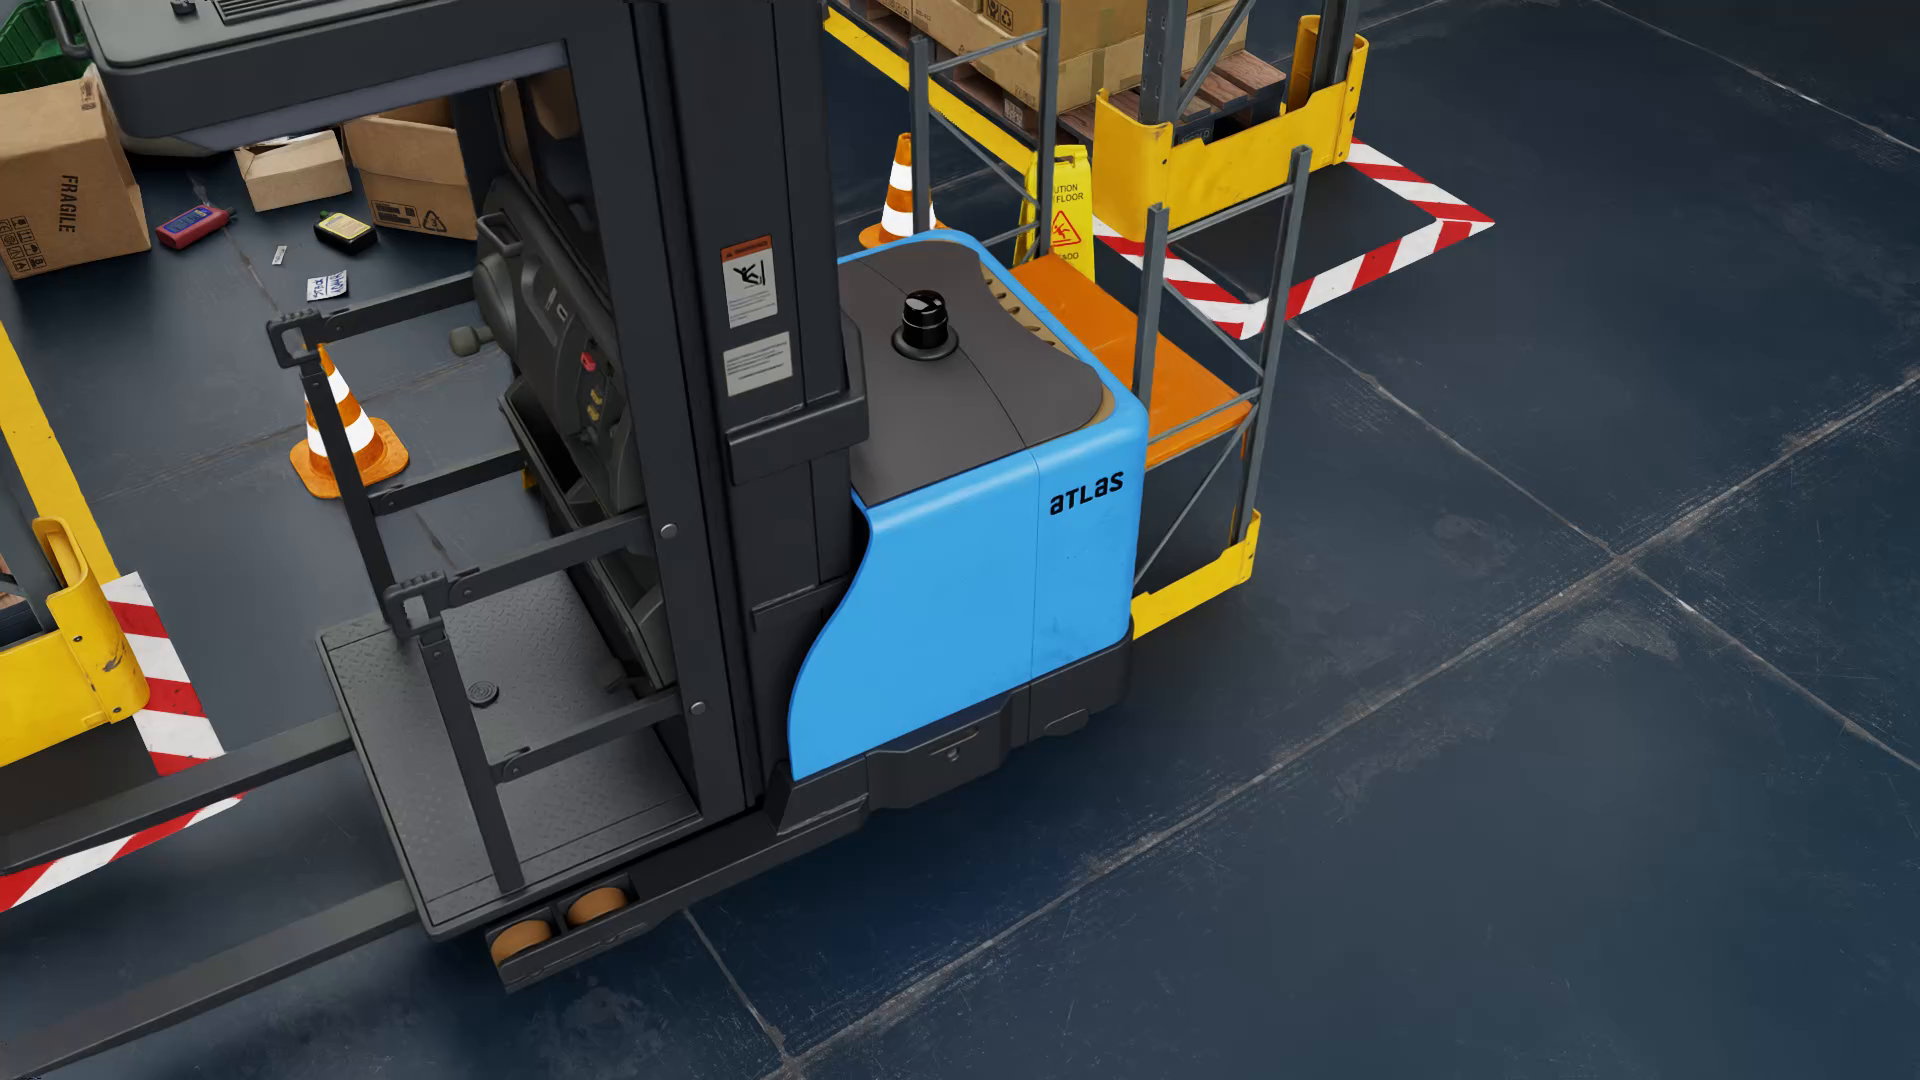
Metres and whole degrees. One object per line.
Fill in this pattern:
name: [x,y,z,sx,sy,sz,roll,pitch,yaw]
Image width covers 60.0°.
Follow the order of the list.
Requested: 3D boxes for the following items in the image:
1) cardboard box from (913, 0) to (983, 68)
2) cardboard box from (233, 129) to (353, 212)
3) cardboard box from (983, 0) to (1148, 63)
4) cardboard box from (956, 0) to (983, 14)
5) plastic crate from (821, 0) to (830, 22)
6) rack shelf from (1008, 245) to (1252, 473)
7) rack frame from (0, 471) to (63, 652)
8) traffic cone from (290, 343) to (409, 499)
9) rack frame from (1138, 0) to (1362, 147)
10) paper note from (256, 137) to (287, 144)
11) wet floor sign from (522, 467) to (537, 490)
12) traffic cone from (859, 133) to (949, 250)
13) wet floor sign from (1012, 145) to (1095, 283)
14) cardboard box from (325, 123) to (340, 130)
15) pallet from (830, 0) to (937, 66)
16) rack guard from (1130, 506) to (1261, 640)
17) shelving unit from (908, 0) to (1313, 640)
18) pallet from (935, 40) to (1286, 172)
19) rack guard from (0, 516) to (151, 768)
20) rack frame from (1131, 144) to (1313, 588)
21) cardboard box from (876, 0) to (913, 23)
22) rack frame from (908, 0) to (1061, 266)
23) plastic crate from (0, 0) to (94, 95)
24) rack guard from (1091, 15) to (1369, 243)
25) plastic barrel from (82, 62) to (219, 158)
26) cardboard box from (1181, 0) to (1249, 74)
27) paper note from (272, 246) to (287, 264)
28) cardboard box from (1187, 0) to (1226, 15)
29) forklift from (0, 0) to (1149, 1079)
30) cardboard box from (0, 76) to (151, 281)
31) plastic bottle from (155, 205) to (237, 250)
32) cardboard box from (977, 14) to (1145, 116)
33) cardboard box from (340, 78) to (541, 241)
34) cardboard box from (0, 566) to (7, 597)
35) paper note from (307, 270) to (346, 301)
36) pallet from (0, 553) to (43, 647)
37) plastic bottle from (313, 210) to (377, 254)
cardboard box: [0.138,-2.312,7.187,0.500,0.250,0.500,-26,49,-24]
cardboard box: [-2.685,-1.525,6.655,0.396,0.266,0.258,-18,46,-18]
cardboard box: [0.439,-2.286,6.617,0.500,0.500,0.500,-25,49,-24]
cardboard box: [0.138,-2.580,6.925,0.500,0.500,0.500,-24,49,-23]
plastic crate: [-0.951,-2.503,7.814,0.583,0.080,0.402,26,49,25]
rack shelf: [0.364,-0.486,4.934,0.538,0.185,1.000,-26,49,-24]
rack frame: [-2.891,-0.494,3.595,1.000,3.000,0.127,-26,49,-24]
traffic cone: [-2.030,-0.438,5.374,0.336,0.463,0.334,-26,49,-24]
rack frame: [1.111,-2.507,5.704,1.000,3.000,0.127,-26,49,-24]
paper note: [-2.901,-1.637,6.948,0.172,0.023,0.155,-10,45,-11]
wet floor sign: [-1.250,-0.408,5.211,0.267,0.644,0.232,-35,53,-31]
traffic cone: [-0.193,-1.323,6.301,0.336,0.463,0.334,-26,49,-24]
wet floor sign: [0.342,-1.125,5.961,0.267,0.644,0.232,-10,45,-11]
cardboard box: [-2.512,-2.174,7.065,0.797,0.637,0.503,-26,49,-24]
pallet: [-0.062,-2.706,7.931,1.003,0.211,1.213,-26,49,-24]
rack guard: [0.643,0.113,4.951,0.587,0.250,0.087,-26,49,-24]
shelving unit: [0.358,-0.622,4.815,0.587,1.500,1.083,-26,49,-24]
pallet: [0.632,-2.015,7.208,1.003,0.211,1.213,-26,49,-24]
rack guard: [-2.877,0.423,4.444,1.175,0.500,0.348,-26,49,-24]
rack frame: [0.654,-0.328,4.508,0.500,1.500,0.032,-26,49,-24]
cardboard box: [-0.166,-2.606,7.495,0.500,0.250,0.500,-27,50,-26]
rack frame: [0.073,-0.905,5.111,0.500,1.500,0.032,-26,49,-24]
plastic crate: [-4.005,-2.182,7.359,0.450,0.188,0.662,-11,44,3]
rack guard: [1.068,-1.646,6.612,1.175,0.500,0.348,-26,49,-24]
plastic barrel: [-3.272,-1.791,6.820,0.512,0.421,0.421,4,44,4]
cardboard box: [0.877,-2.230,7.101,0.500,0.250,0.500,-26,49,-25]
paper note: [-2.615,-1.096,6.390,0.032,0.001,0.123,-3,44,-4]
cardboard box: [0.863,-2.515,6.856,0.500,0.500,0.500,-27,50,-26]
forklift: [-1.060,-0.384,3.530,3.031,2.935,1.130,-21,48,-21]
cardboard box: [-3.449,-1.383,6.334,0.500,0.500,0.500,-18,46,-18]
plastic bottle: [-2.982,-1.239,6.504,0.133,0.061,0.283,26,49,25]
cardboard box: [0.414,-2.029,6.891,0.500,0.250,0.500,-26,49,-25]
cardboard box: [-1.970,-1.599,6.560,0.637,0.503,0.797,11,45,11]
cardboard box: [-3.333,-0.236,4.559,0.875,0.875,0.875,-25,49,-24]
paper note: [-2.372,-0.955,6.229,0.144,0.017,0.142,-10,45,-11]
pallet: [-3.413,0.092,5.000,1.003,0.211,1.213,-26,49,-24]
plastic bottle: [-2.413,-1.206,6.469,0.283,0.061,0.133,26,49,25]
